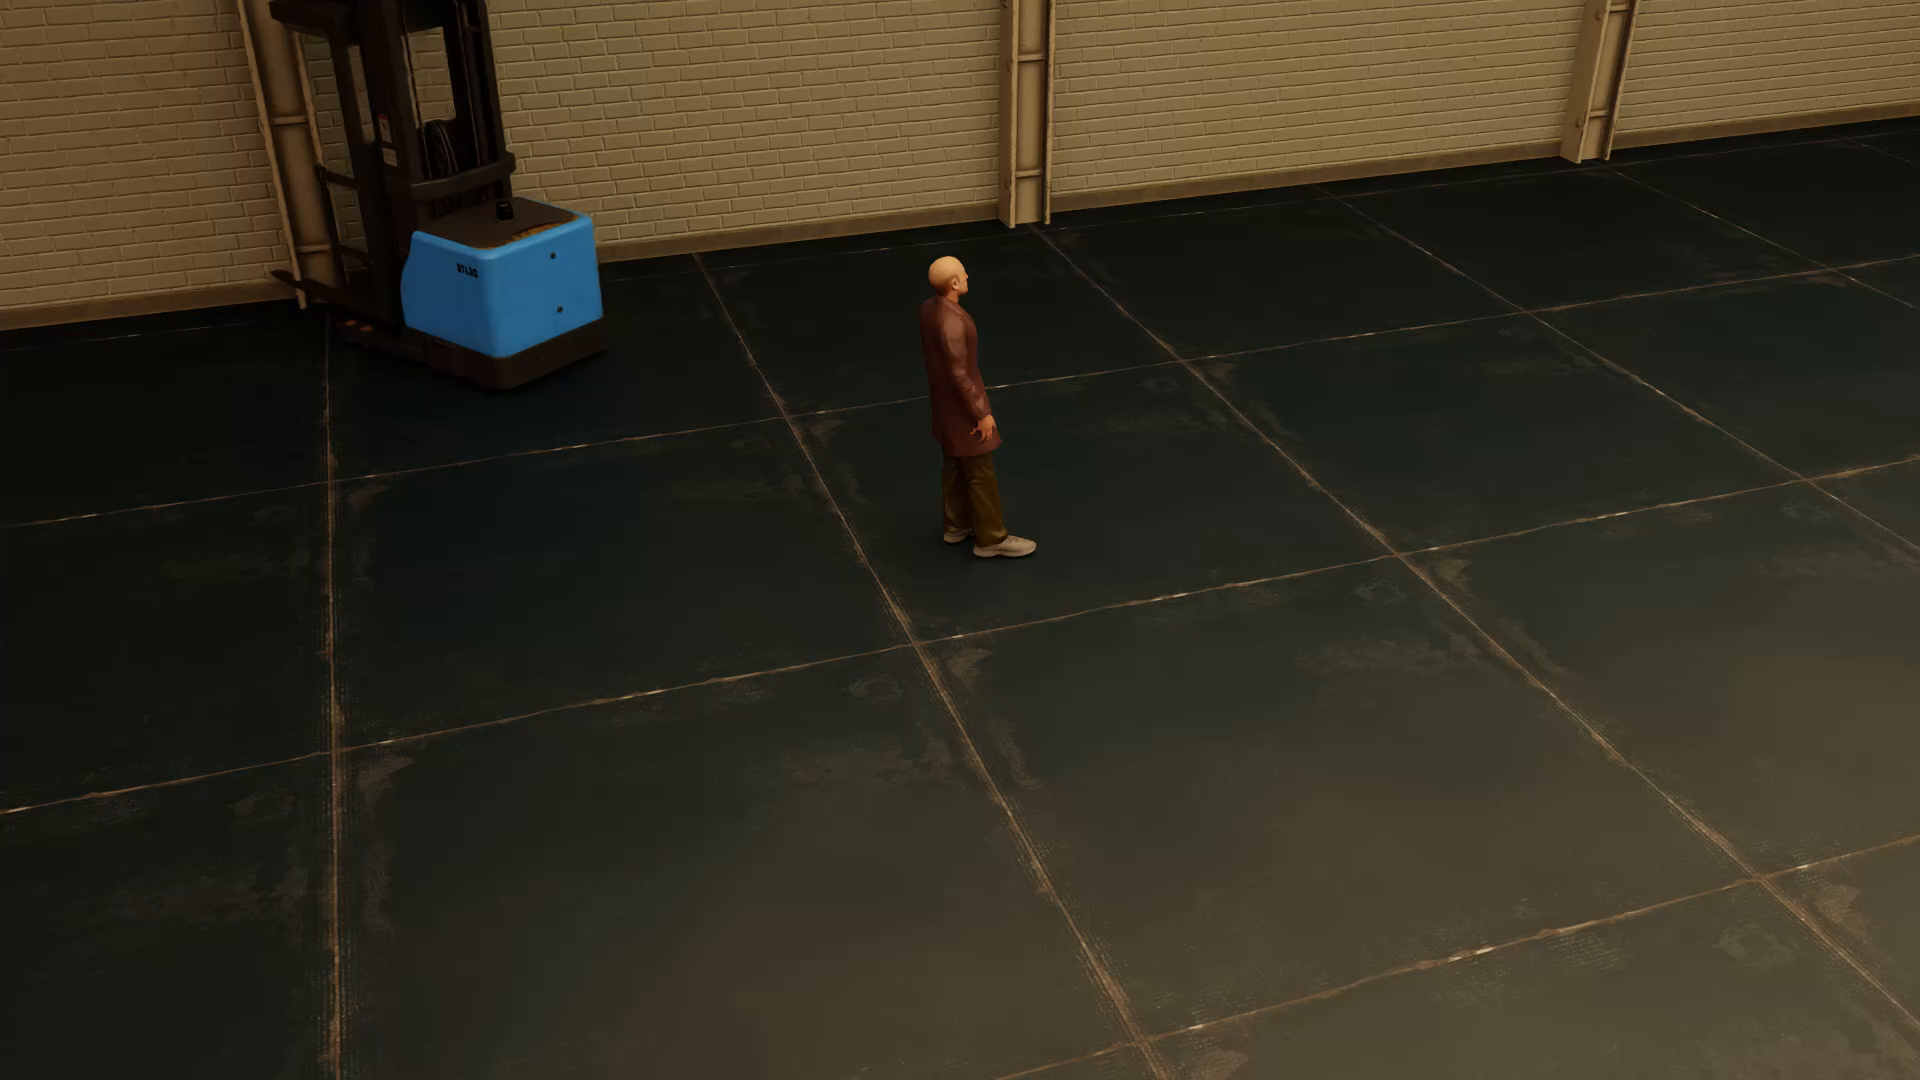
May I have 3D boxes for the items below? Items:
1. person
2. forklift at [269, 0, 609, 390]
[{"bbox_3d":[0.088,-0.789,9.600,0.582,1.776,0.696,-10,31,-16],"label":"person"},{"bbox_3d":[-4.105,-2.905,12.137,3.031,2.935,1.130,20,36,31],"label":"forklift"}]
